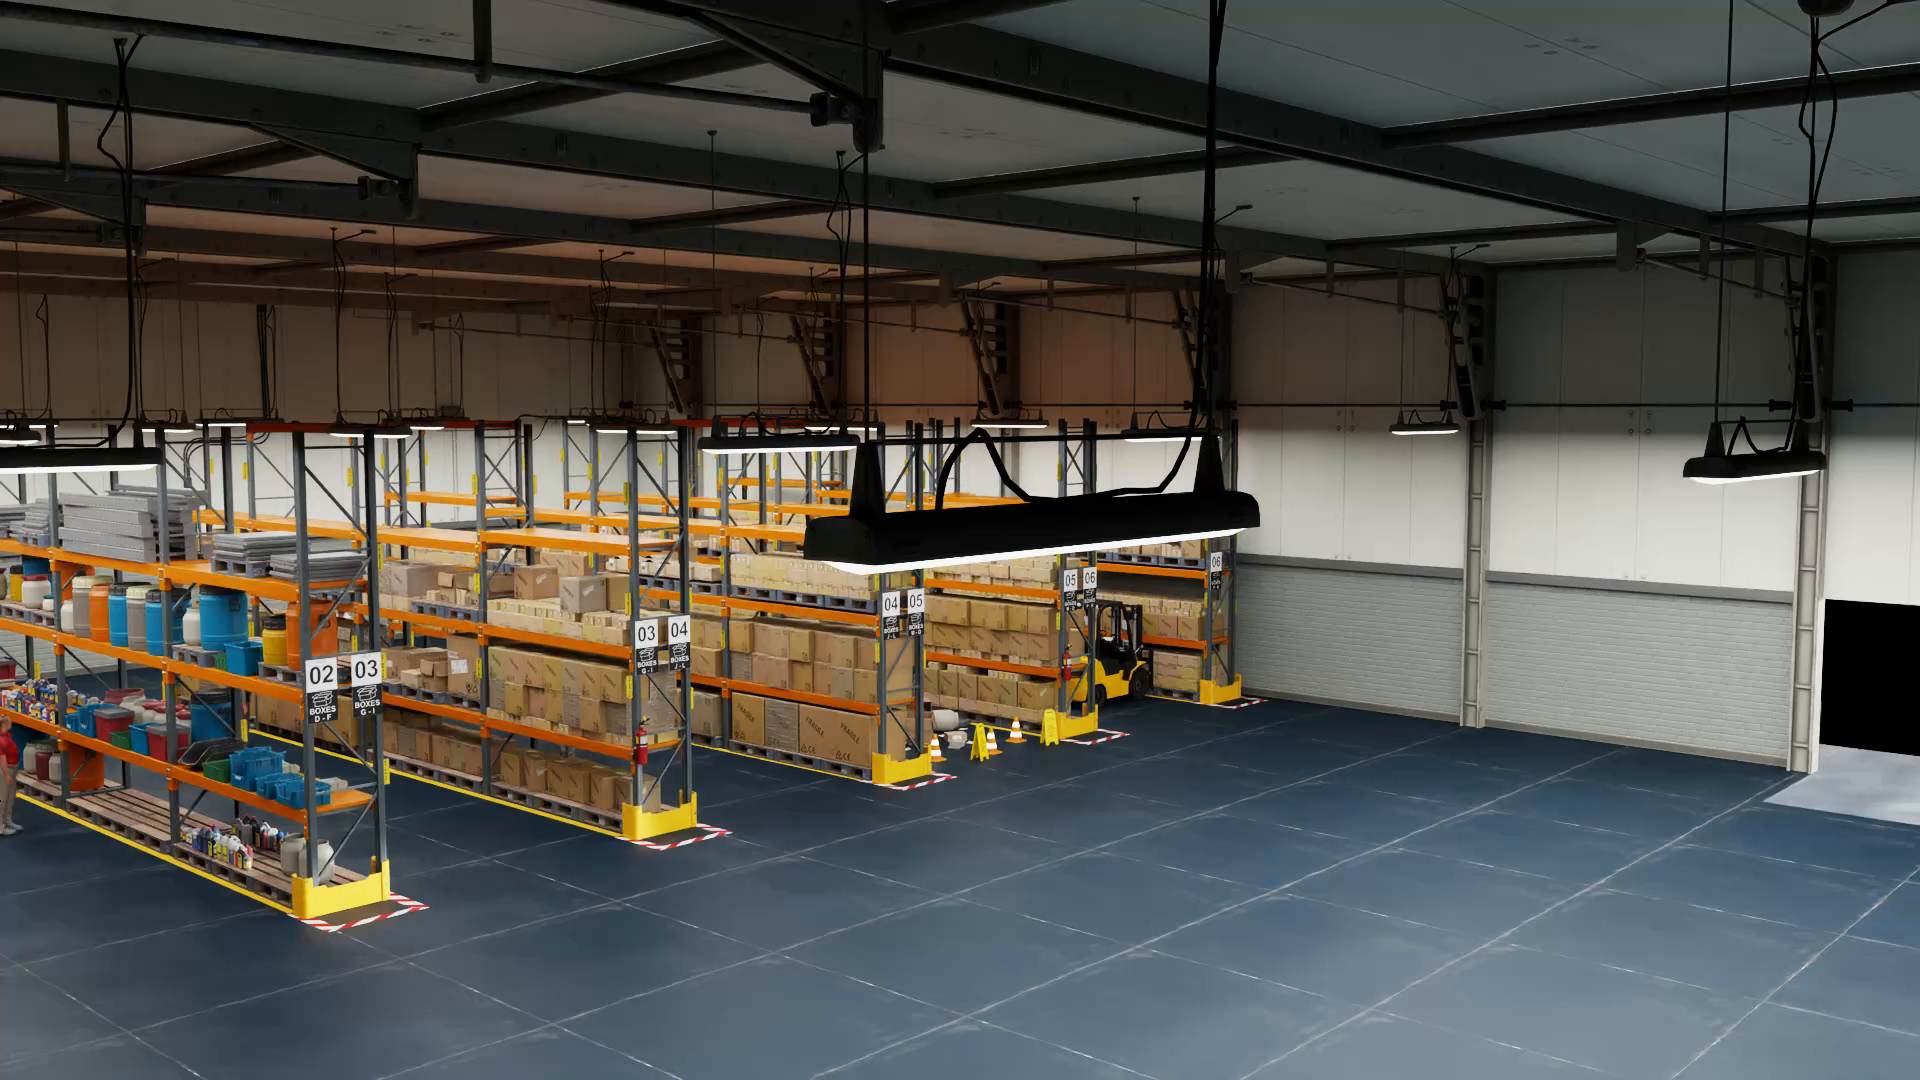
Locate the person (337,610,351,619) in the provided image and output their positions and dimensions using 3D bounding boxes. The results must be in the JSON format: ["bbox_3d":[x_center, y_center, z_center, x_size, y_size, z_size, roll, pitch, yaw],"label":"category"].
[{"bbox_3d":[-14.406,2.313,38.780,0.683,1.726,1.049,-2,5,-19],"label":"person"}]

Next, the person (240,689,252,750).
[{"bbox_3d":[-13.105,2.986,30.267,0.576,1.725,0.372,3,6,33],"label":"person"}]

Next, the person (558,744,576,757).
[{"bbox_3d":[-6.996,3.018,29.655,0.559,1.793,0.481,-1,5,-11],"label":"person"}]

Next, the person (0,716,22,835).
[{"bbox_3d":[-14.113,3.459,24.594,0.372,1.746,0.584,-2,5,-18],"label":"person"}]
